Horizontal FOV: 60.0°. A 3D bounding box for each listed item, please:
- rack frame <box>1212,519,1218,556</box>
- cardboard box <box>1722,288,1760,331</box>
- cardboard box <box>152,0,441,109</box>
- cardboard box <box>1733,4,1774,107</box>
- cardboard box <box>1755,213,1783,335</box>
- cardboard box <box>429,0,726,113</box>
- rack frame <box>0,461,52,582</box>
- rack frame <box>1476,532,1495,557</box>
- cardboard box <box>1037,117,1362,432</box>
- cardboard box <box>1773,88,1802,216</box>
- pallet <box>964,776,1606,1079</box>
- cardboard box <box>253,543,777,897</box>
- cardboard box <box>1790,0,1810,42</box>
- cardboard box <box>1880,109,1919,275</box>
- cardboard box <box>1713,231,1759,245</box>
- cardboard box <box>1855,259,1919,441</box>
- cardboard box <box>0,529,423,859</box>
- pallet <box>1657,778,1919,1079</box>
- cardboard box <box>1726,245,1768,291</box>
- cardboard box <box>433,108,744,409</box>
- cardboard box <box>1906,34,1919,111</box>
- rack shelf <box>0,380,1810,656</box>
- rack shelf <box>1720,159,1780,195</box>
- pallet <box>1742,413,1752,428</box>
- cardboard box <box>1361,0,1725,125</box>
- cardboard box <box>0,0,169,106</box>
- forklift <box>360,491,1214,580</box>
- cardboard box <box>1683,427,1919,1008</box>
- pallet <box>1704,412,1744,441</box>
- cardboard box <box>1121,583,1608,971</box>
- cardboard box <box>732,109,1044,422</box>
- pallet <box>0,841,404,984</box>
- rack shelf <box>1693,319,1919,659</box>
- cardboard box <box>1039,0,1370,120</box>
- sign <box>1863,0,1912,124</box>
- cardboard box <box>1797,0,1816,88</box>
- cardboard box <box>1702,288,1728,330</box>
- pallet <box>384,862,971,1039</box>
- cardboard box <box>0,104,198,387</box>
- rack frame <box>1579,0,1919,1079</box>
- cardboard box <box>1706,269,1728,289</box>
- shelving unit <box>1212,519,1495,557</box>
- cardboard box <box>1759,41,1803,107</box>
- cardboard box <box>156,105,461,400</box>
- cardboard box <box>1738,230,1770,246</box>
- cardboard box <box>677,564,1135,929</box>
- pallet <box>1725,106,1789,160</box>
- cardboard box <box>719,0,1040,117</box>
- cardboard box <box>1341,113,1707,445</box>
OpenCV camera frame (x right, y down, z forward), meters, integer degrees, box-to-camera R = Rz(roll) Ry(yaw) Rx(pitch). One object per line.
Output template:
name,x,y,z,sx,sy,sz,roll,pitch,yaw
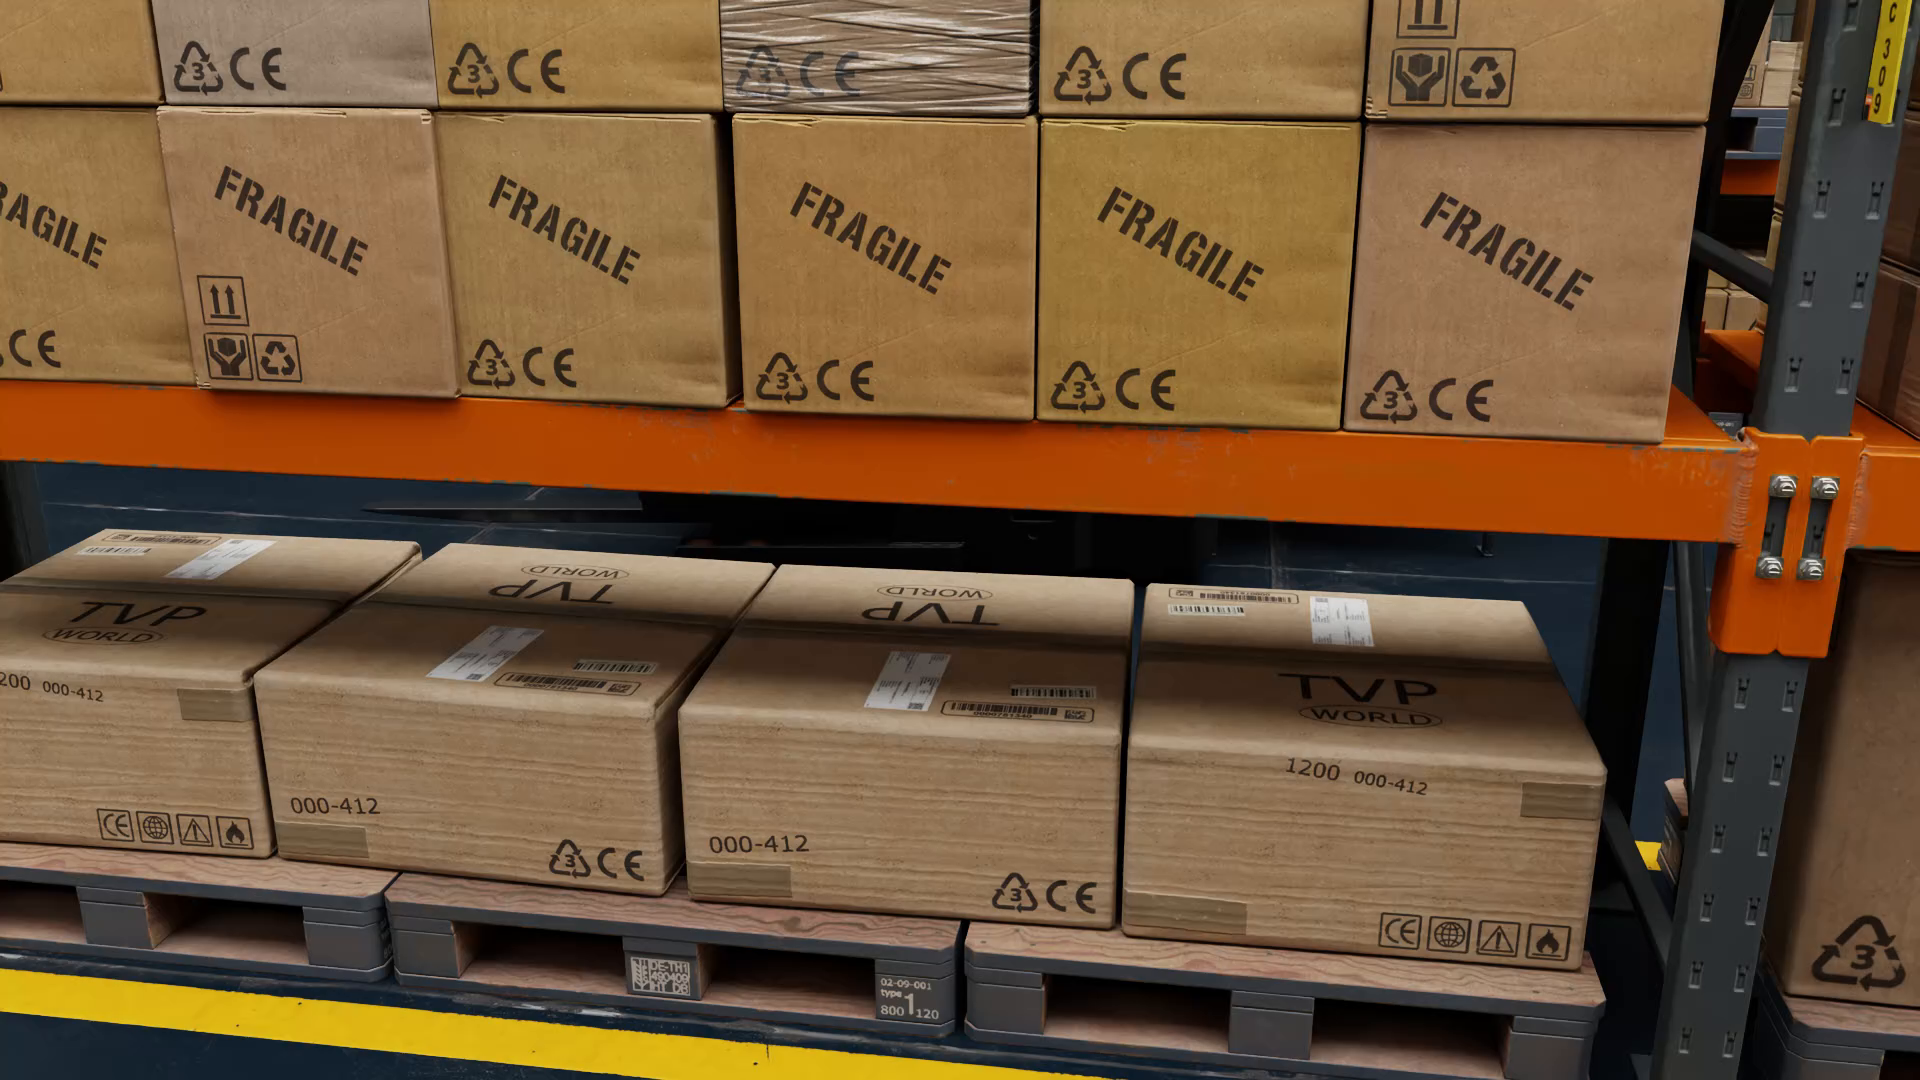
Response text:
rack frame,0.929,-0.730,6.121,0.032,1.500,0.500,0,18,0
cardboard box,3.662,-0.911,7.577,0.500,0.500,0.500,2,19,7
cardboard box,-1.083,-1.050,2.979,0.500,0.500,0.500,3,19,8
cardboard box,3.154,-2.169,7.238,0.500,0.500,0.700,3,19,9
cardboard box,1.900,-0.473,3.225,0.500,0.250,0.500,2,19,7
cardboard box,-0.590,-1.025,2.905,0.500,0.500,0.500,3,19,9
rack frame,-2.533,-0.689,3.634,0.127,3.000,1.000,3,19,9
rack frame,1.945,-0.727,6.113,0.032,1.500,0.500,0,18,0
cardboard box,0.409,-0.502,2.919,0.500,0.500,0.500,2,19,7
cardboard box,1.891,-0.707,3.138,0.500,0.250,0.500,3,19,9
pallet,0.678,0.772,3.662,1.213,0.211,1.003,3,19,9
cardboard box,-0.960,0.373,3.839,0.875,0.438,0.875,3,19,10
cardboard box,3.929,-2.129,7.120,0.500,0.500,0.700,3,19,8
cardboard box,1.806,-0.543,2.647,0.500,0.250,0.500,2,19,7
cardboard box,3.632,-1.379,7.953,0.250,0.149,0.380,3,19,10
cardboard box,1.809,-0.311,2.743,0.500,0.250,0.500,2,19,7
cardboard box,-1.865,0.329,3.968,0.875,0.438,0.875,2,19,7
pallet,2.191,0.850,3.429,1.213,0.211,1.003,3,19,9
cardboard box,3.567,-1.230,7.506,0.250,0.149,0.380,3,19,9
cardboard box,-0.604,-0.554,3.074,0.500,0.500,0.500,4,19,10
cardboard box,1.806,-0.897,2.522,0.500,0.500,0.500,3,19,9
rack shelf,-0.558,-0.247,3.447,4.000,0.370,1.077,3,19,9
rack shelf,4.175,-1.601,7.494,4.000,0.370,1.077,3,19,9
pallet,4.218,-0.630,7.855,1.213,0.211,1.003,3,19,9
cardboard box,0.907,-0.946,2.670,0.500,0.500,0.500,3,19,8
cardboard box,-1.593,-1.073,3.049,0.500,0.500,0.500,2,19,7
forklift,-0.624,-1.391,5.842,3.031,2.935,1.130,0,19,0
cardboard box,2.042,0.327,3.285,0.875,0.875,0.875,4,19,10
pallet,3.009,-0.691,8.036,1.213,0.211,1.003,3,19,9
cardboard box,0.814,0.463,3.567,0.875,0.438,0.875,3,19,8
cardboard box,-0.089,-0.523,2.981,0.500,0.500,0.500,3,19,8
pallet,-1.731,0.649,4.029,1.213,0.211,1.003,3,19,9
rack shelf,3.391,-0.046,2.846,4.000,0.370,1.077,3,19,9
cardboard box,0.407,-0.974,2.754,0.500,0.500,0.500,3,19,8
sign,1.330,-0.762,2.363,0.005,0.325,0.100,3,19,9
cardboard box,1.898,-1.065,3.026,0.500,0.500,0.500,4,19,10
cardboard box,3.170,-0.938,7.656,0.500,0.500,0.500,3,19,8
pallet,-0.530,0.712,3.844,1.213,0.211,1.003,3,19,9
cardboard box,-1.600,-0.605,3.227,0.500,0.500,0.500,3,19,8
rack frame,1.417,-0.487,3.032,0.127,3.000,1.000,3,19,9
cardboard box,3.326,-1.254,7.579,0.250,0.149,0.380,3,19,8
shelving unit,1.437,-0.729,6.117,1.048,1.500,0.538,0,18,0
cardboard box,3.511,-1.988,7.067,0.258,0.266,0.396,4,19,11
cardboard box,-1.101,-0.574,3.134,0.500,0.500,0.500,3,19,8
cardboard box,3.894,-1.384,7.967,0.250,0.149,0.380,3,19,9
cardboard box,-0.070,0.418,3.701,0.875,0.438,0.875,2,19,7
pallet,2.972,-1.877,7.489,1.213,0.211,1.003,3,19,9
cardboard box,-0.097,-0.997,2.822,0.500,0.500,0.500,3,19,9
cardboard box,0.918,-0.478,2.847,0.500,0.500,0.500,3,19,9
